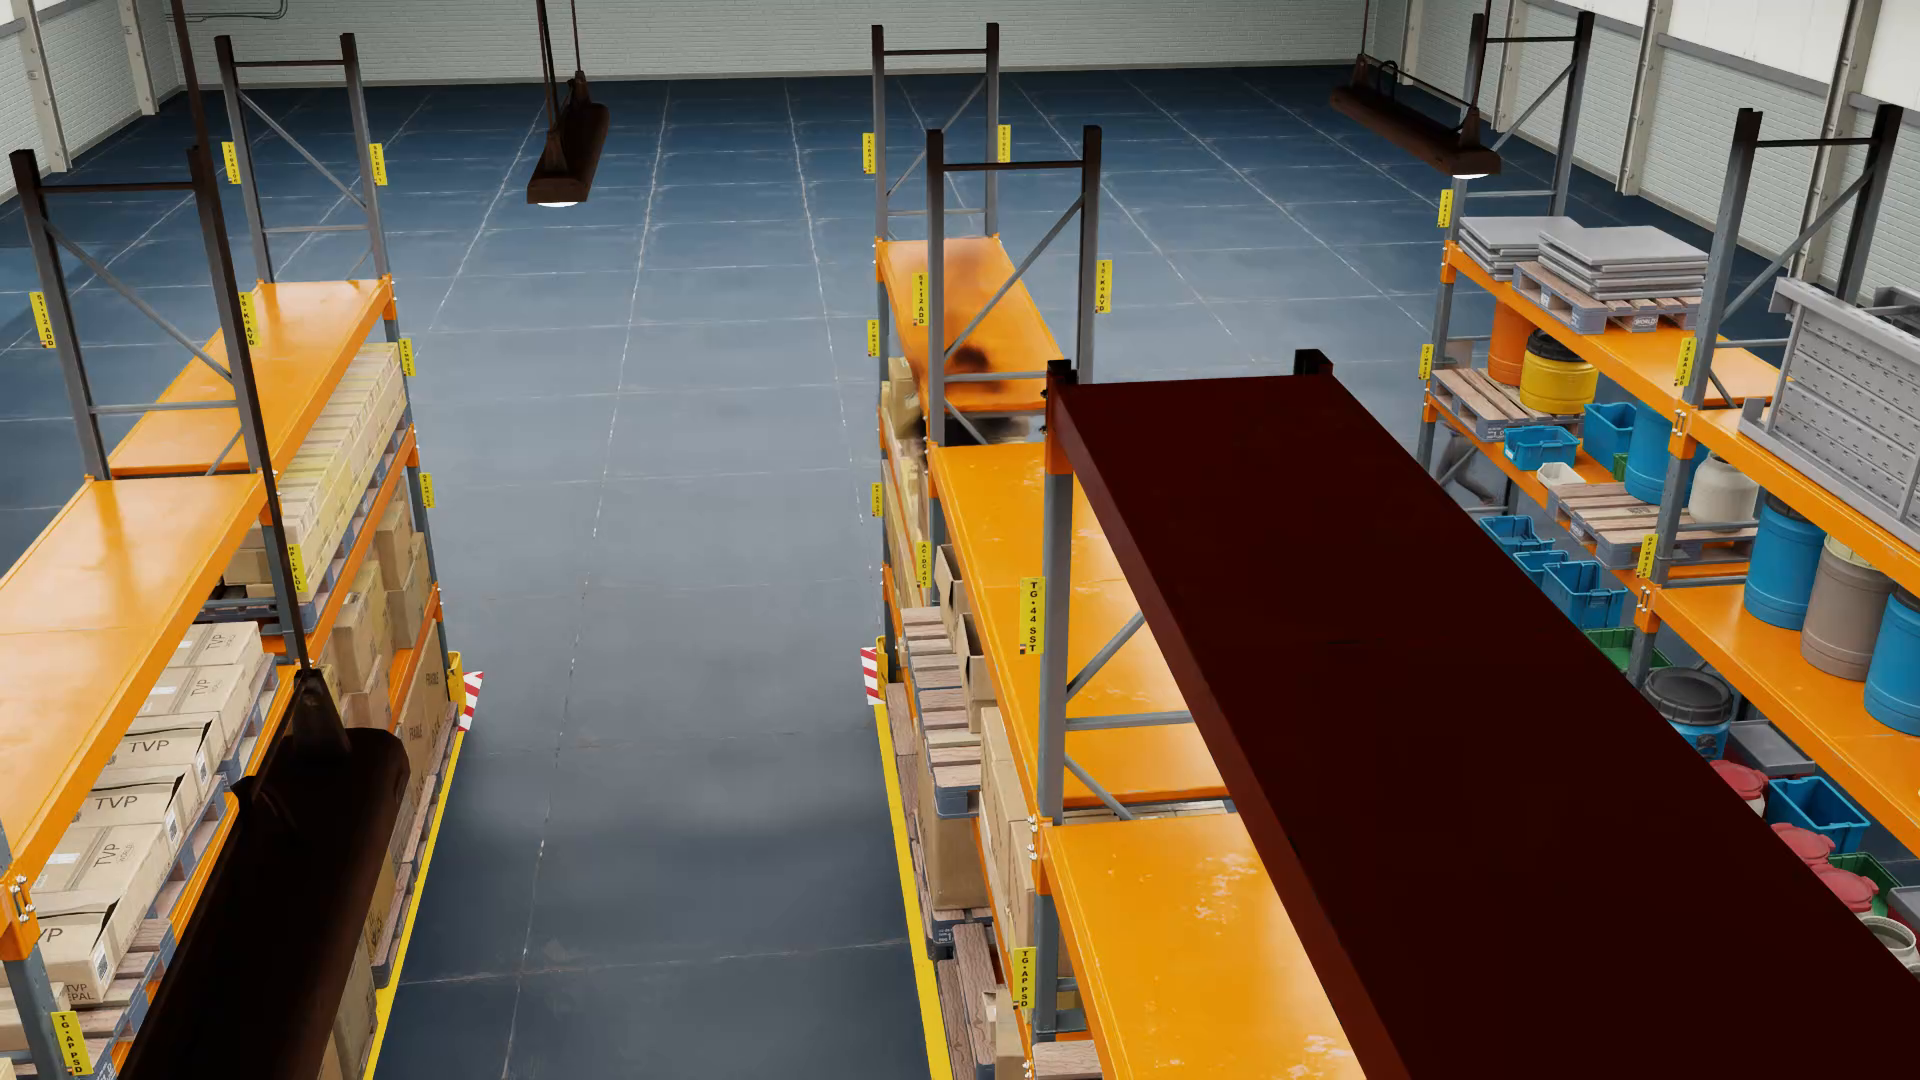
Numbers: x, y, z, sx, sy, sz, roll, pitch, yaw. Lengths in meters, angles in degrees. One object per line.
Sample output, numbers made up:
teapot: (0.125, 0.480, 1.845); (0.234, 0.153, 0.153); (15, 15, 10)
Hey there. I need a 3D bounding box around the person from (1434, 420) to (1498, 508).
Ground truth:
person: (5.698, -1.094, 18.848); (0.935, 1.635, 0.581); (9, 27, 19)
